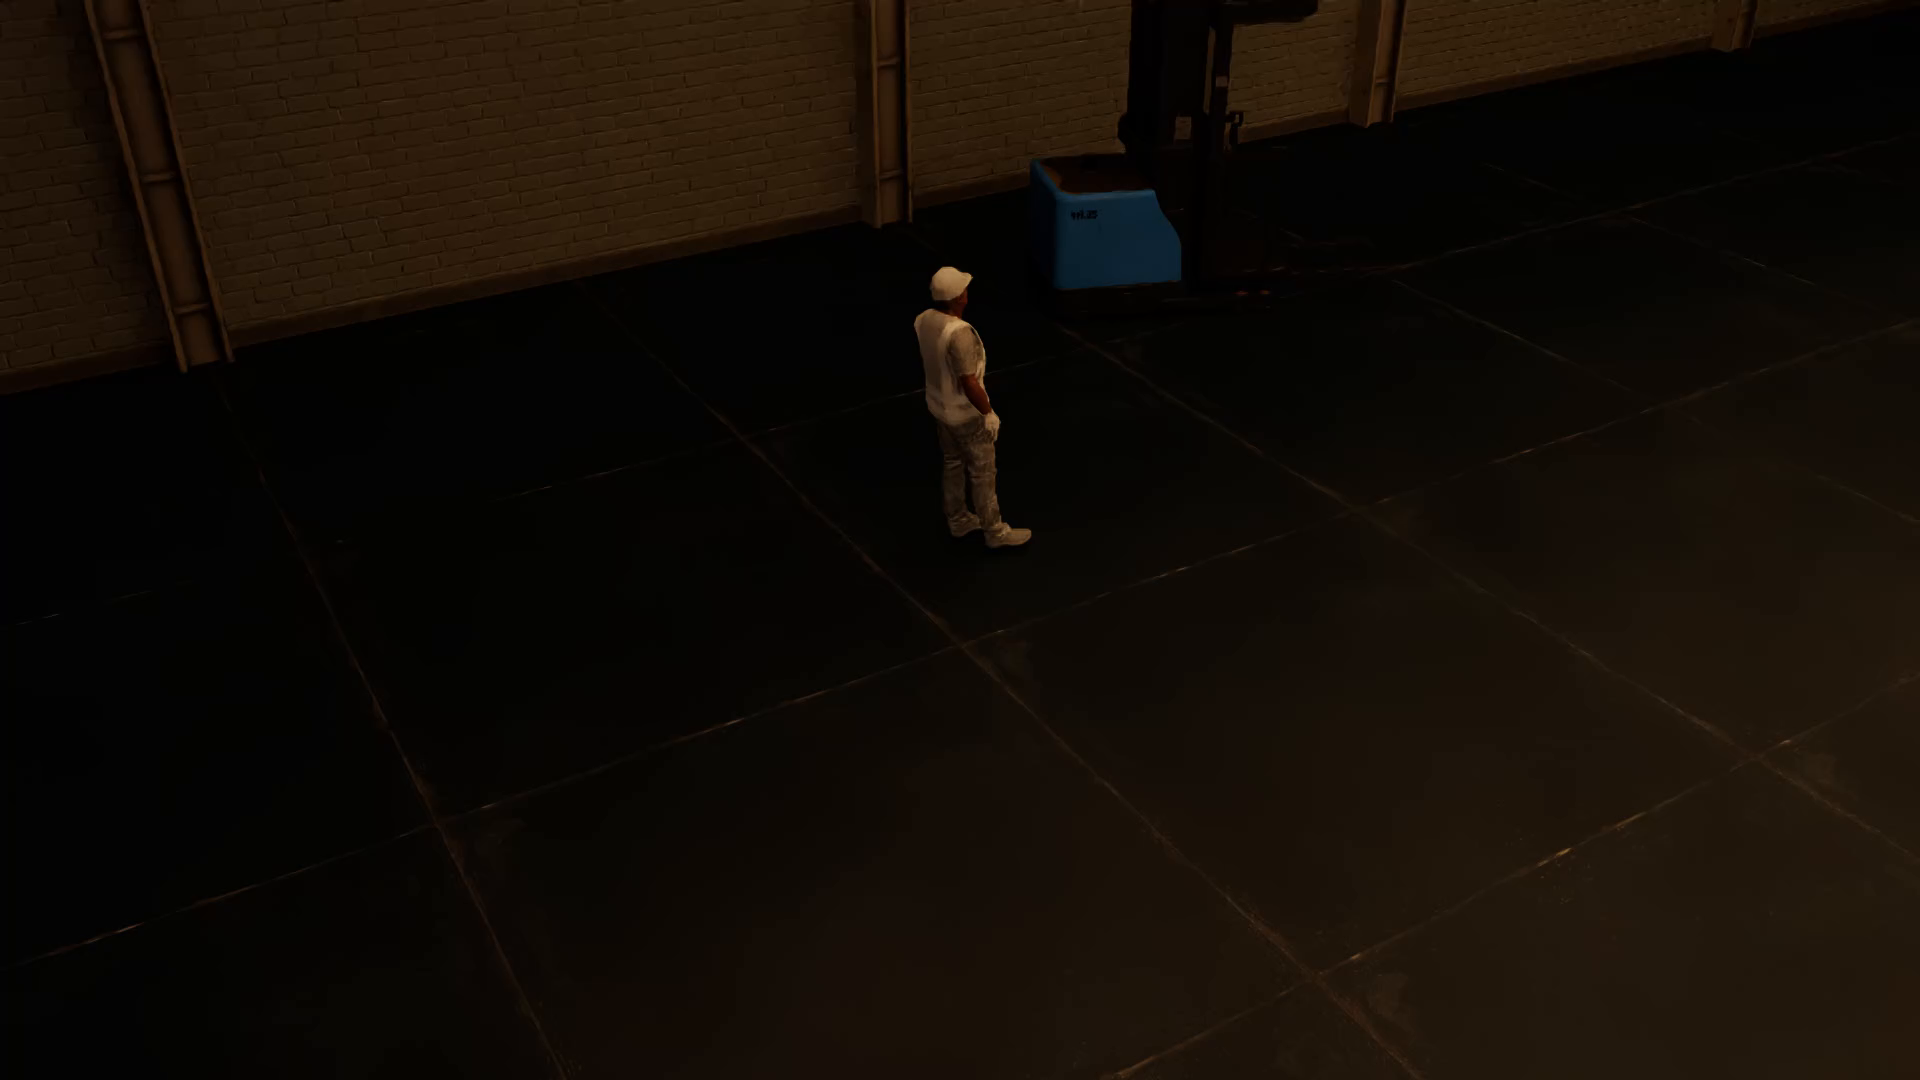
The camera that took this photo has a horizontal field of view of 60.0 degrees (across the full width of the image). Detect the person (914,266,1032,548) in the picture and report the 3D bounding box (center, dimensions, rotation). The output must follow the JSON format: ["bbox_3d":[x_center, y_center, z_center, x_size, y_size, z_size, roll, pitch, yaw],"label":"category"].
[{"bbox_3d":[0.066,-0.820,10.044,0.576,1.782,0.655,-17,35,-26],"label":"person"}]

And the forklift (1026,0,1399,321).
[{"bbox_3d":[2.128,-3.384,13.298,3.031,2.935,1.130,-6,31,-9],"label":"forklift"}]
